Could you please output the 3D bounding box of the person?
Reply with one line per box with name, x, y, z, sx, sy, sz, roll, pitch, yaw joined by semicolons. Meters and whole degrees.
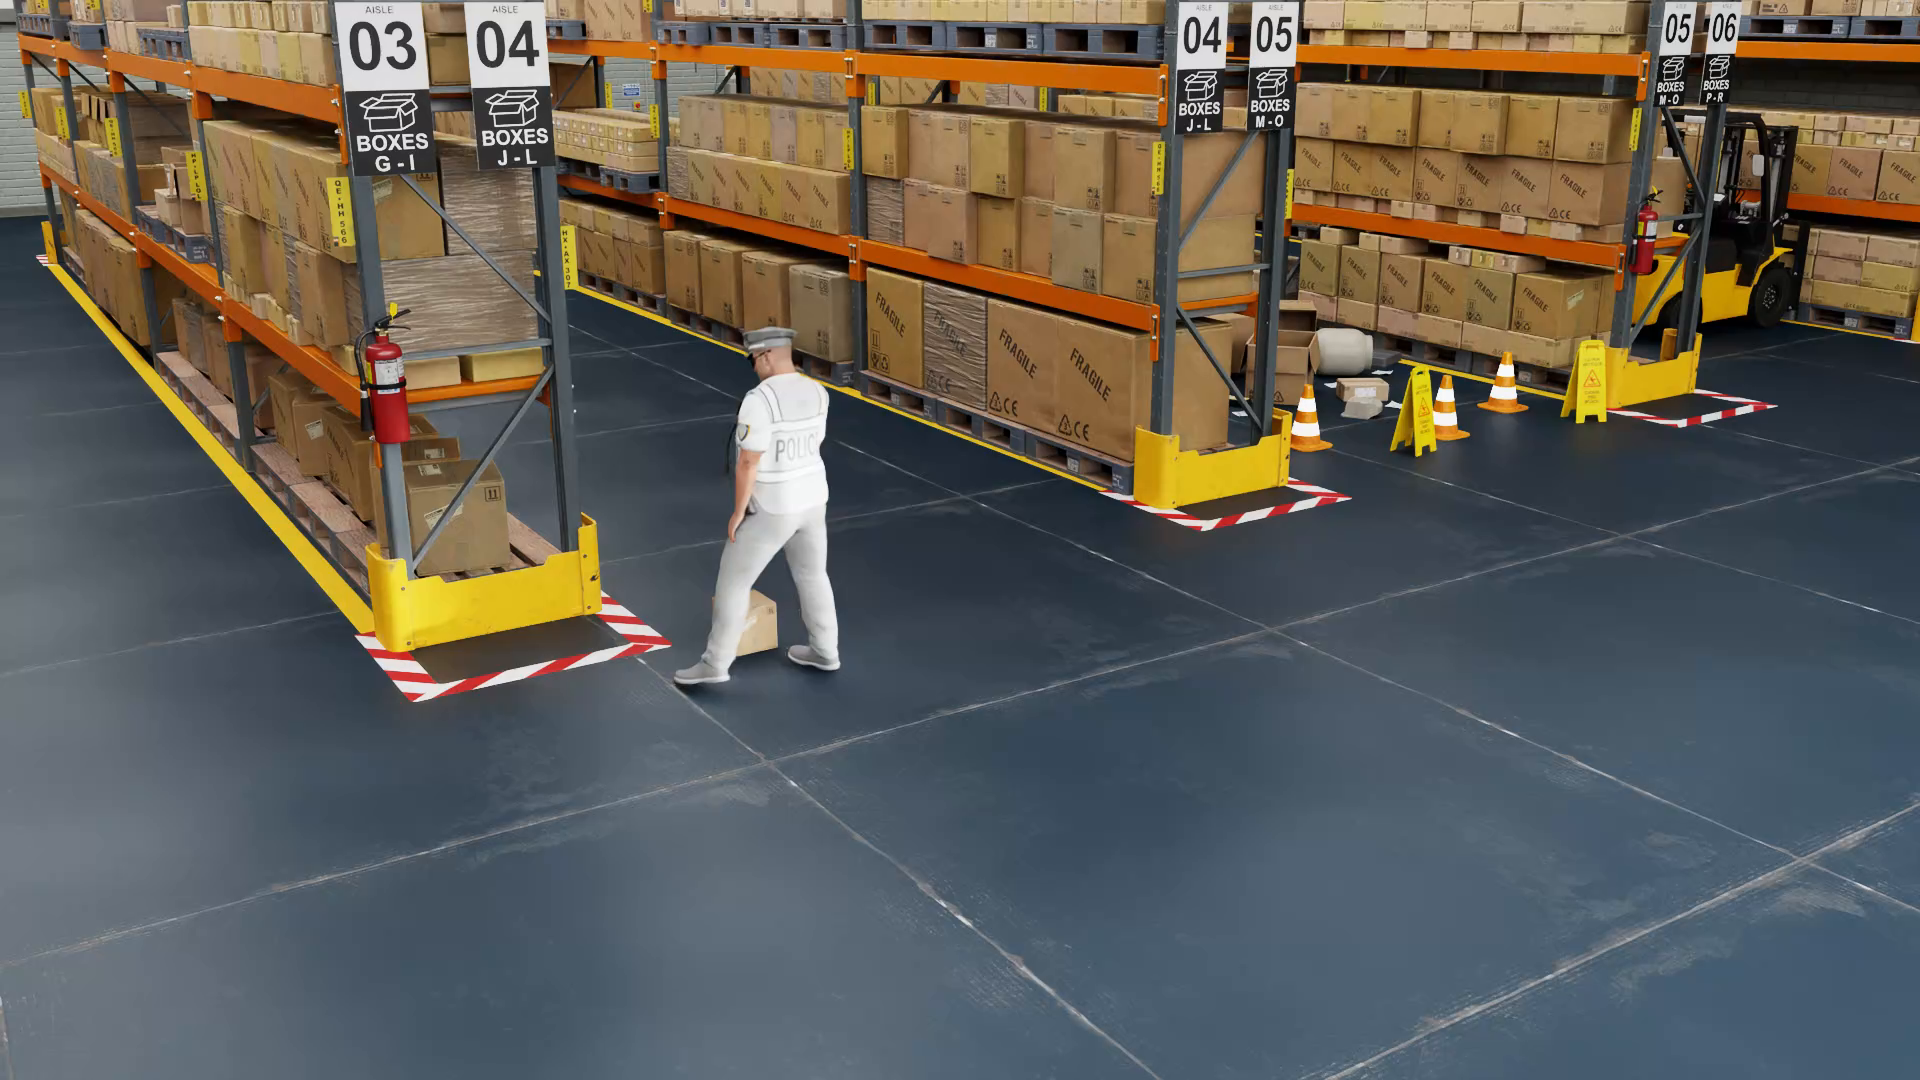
person;-0.981;-0.152;7.991;0.549;1.742;0.738;16;24;40
